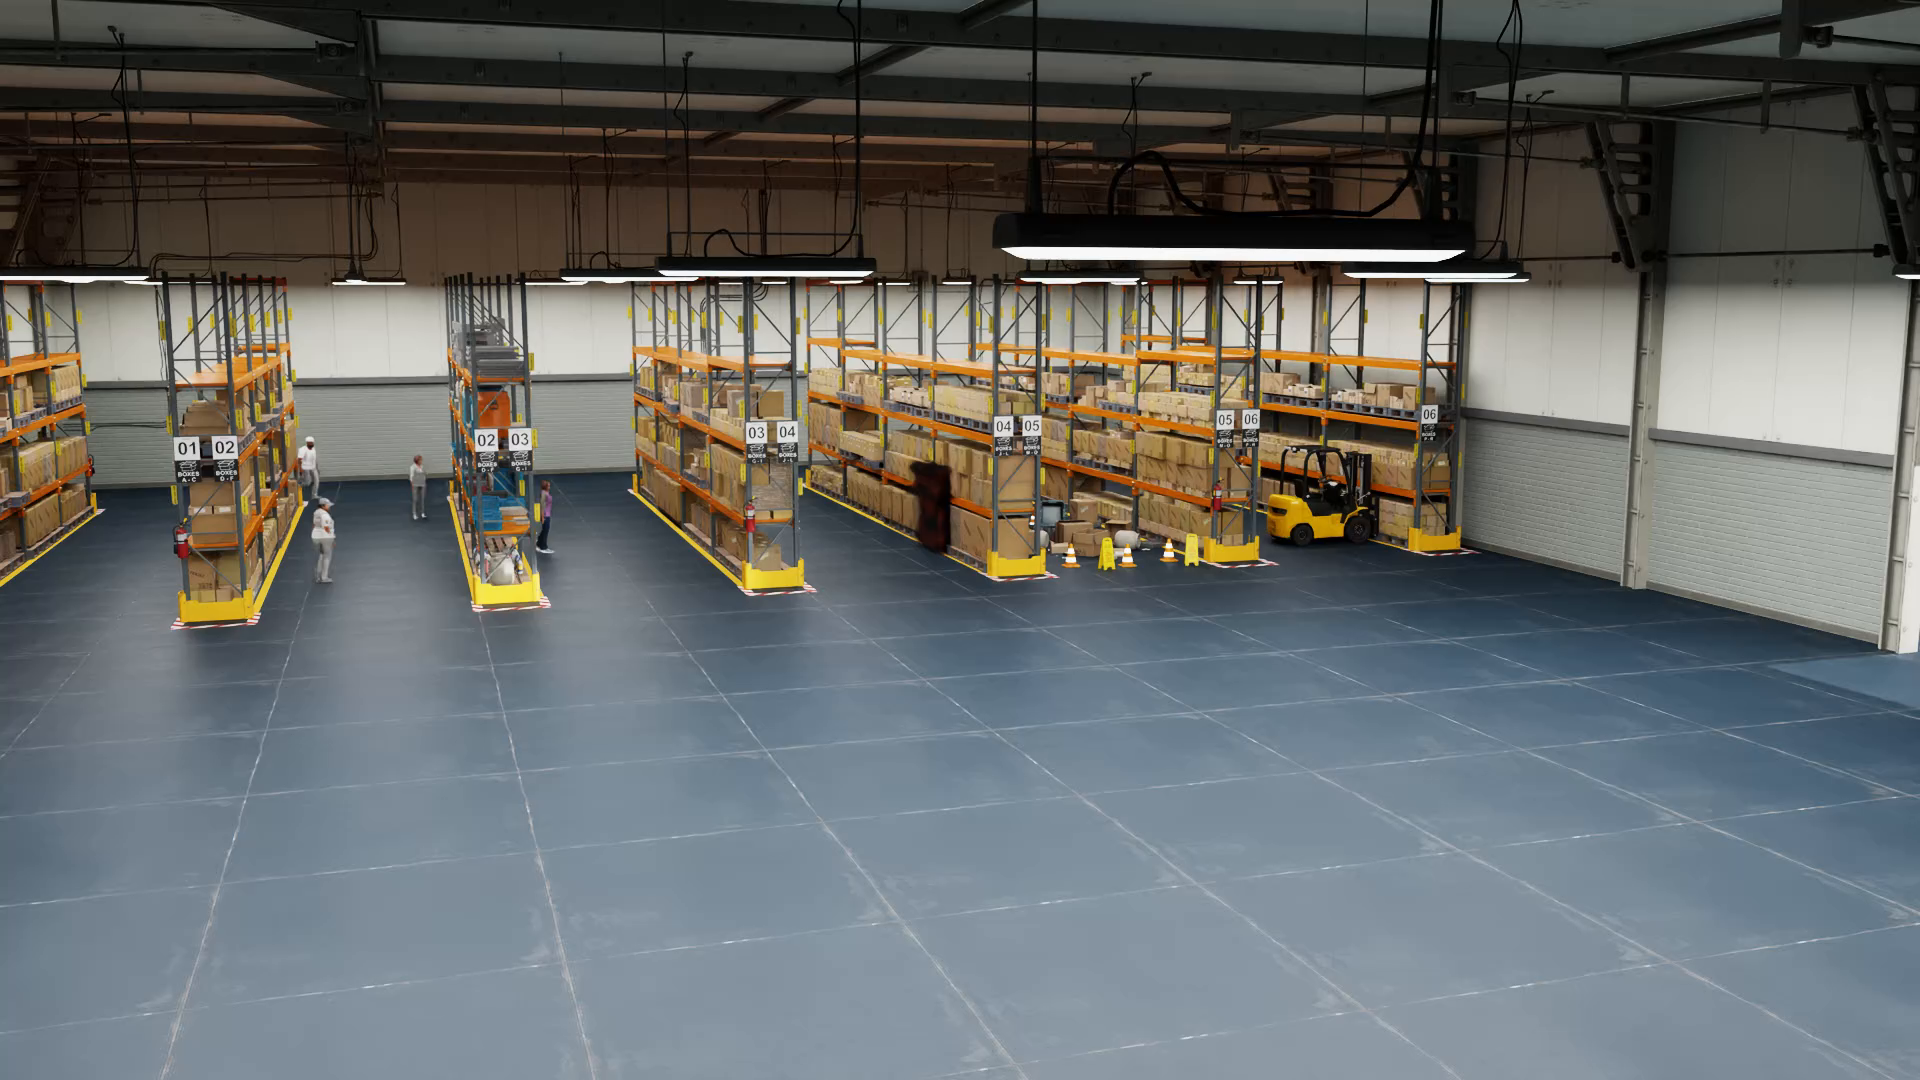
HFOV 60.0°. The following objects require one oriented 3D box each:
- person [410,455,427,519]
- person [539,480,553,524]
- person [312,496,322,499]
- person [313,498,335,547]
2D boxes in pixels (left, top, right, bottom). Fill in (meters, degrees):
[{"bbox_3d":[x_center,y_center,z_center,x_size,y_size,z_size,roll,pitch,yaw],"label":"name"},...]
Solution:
[{"bbox_3d":[-13.565,-1.336,41.696,0.443,1.604,0.392,-5,10,-31],"label":"person"},{"bbox_3d":[-8.991,-0.839,36.054,0.335,0.940,0.422,-4,10,-27],"label":"person"},{"bbox_3d":[-17.791,-1.260,45.386,0.790,0.310,0.244,3,9,17],"label":"person"},{"bbox_3d":[-12.430,-0.348,32.497,0.498,0.972,0.404,2,9,16],"label":"person"}]
